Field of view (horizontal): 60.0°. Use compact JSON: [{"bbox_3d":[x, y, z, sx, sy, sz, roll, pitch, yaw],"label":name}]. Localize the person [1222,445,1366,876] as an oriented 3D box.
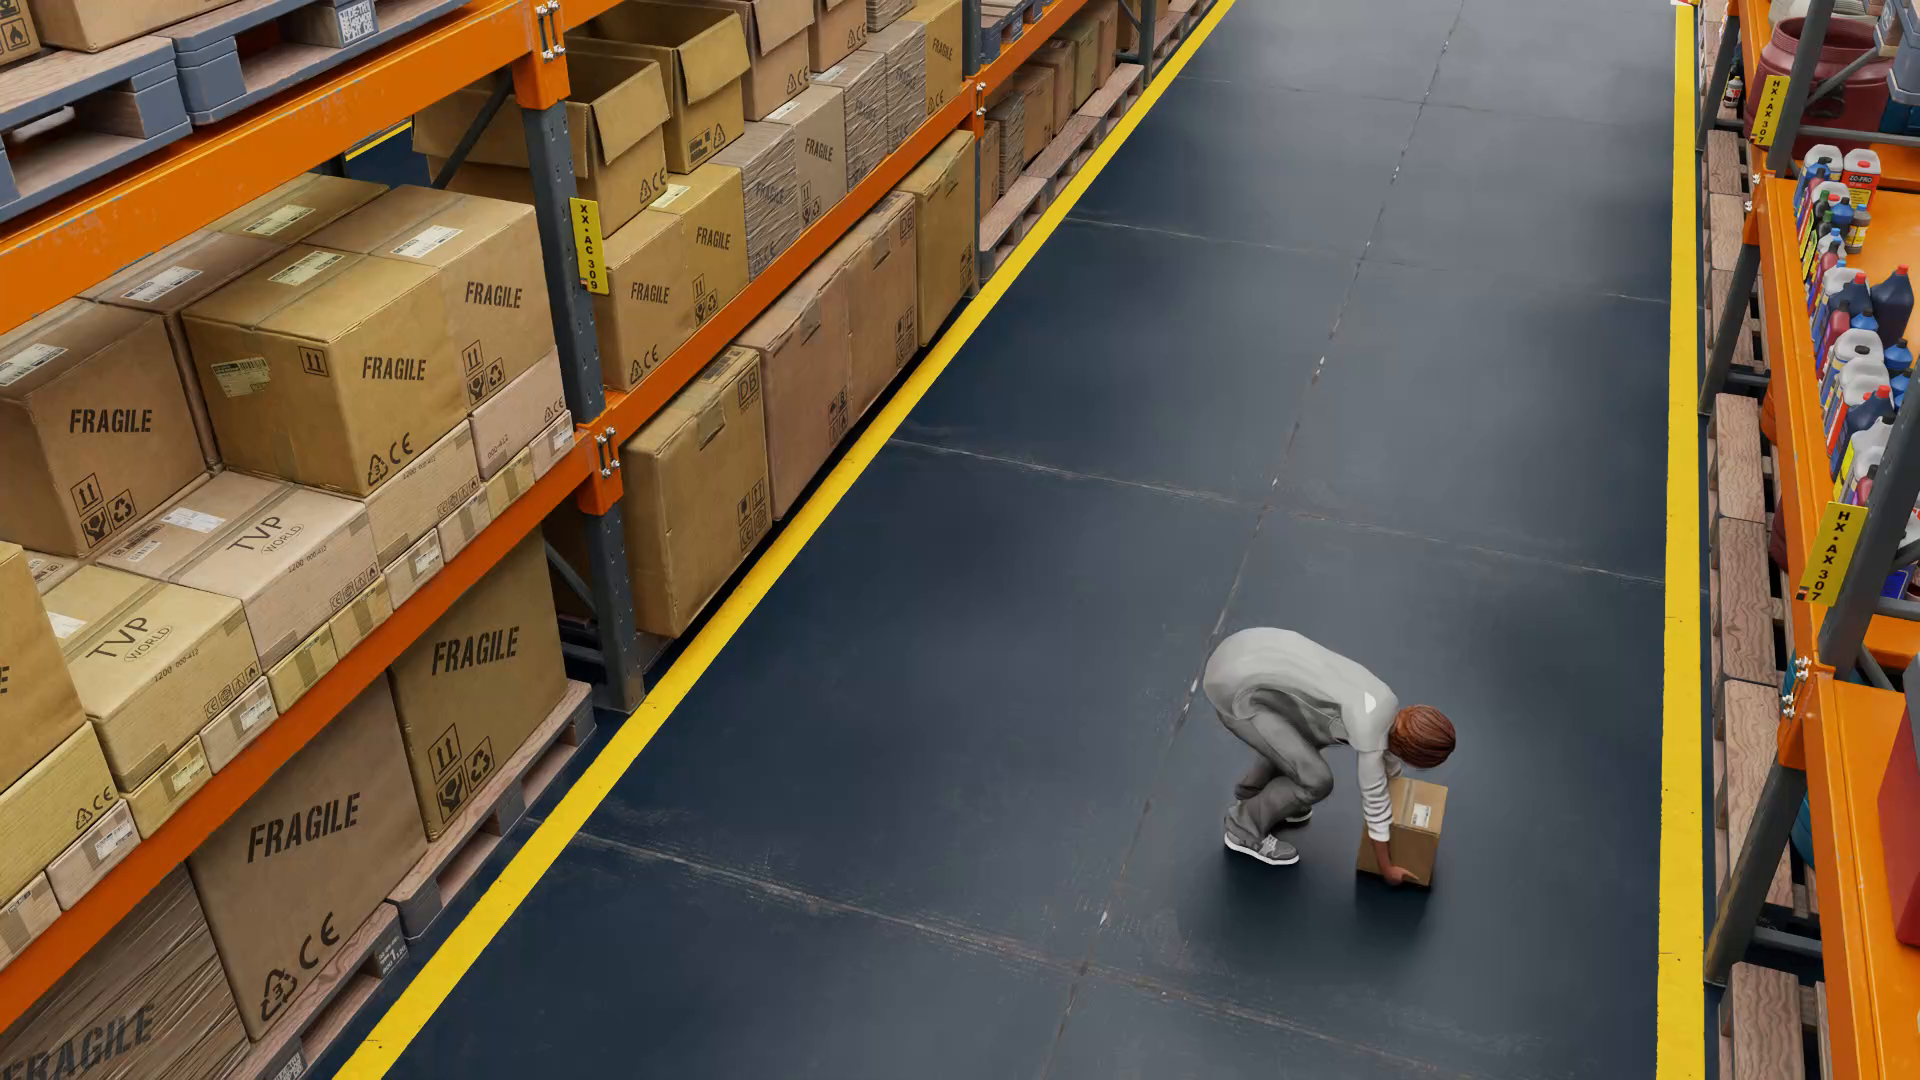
[{"bbox_3d":[1.084,0.382,5.579,0.348,1.592,0.469,10,35,14],"label":"person"}]
